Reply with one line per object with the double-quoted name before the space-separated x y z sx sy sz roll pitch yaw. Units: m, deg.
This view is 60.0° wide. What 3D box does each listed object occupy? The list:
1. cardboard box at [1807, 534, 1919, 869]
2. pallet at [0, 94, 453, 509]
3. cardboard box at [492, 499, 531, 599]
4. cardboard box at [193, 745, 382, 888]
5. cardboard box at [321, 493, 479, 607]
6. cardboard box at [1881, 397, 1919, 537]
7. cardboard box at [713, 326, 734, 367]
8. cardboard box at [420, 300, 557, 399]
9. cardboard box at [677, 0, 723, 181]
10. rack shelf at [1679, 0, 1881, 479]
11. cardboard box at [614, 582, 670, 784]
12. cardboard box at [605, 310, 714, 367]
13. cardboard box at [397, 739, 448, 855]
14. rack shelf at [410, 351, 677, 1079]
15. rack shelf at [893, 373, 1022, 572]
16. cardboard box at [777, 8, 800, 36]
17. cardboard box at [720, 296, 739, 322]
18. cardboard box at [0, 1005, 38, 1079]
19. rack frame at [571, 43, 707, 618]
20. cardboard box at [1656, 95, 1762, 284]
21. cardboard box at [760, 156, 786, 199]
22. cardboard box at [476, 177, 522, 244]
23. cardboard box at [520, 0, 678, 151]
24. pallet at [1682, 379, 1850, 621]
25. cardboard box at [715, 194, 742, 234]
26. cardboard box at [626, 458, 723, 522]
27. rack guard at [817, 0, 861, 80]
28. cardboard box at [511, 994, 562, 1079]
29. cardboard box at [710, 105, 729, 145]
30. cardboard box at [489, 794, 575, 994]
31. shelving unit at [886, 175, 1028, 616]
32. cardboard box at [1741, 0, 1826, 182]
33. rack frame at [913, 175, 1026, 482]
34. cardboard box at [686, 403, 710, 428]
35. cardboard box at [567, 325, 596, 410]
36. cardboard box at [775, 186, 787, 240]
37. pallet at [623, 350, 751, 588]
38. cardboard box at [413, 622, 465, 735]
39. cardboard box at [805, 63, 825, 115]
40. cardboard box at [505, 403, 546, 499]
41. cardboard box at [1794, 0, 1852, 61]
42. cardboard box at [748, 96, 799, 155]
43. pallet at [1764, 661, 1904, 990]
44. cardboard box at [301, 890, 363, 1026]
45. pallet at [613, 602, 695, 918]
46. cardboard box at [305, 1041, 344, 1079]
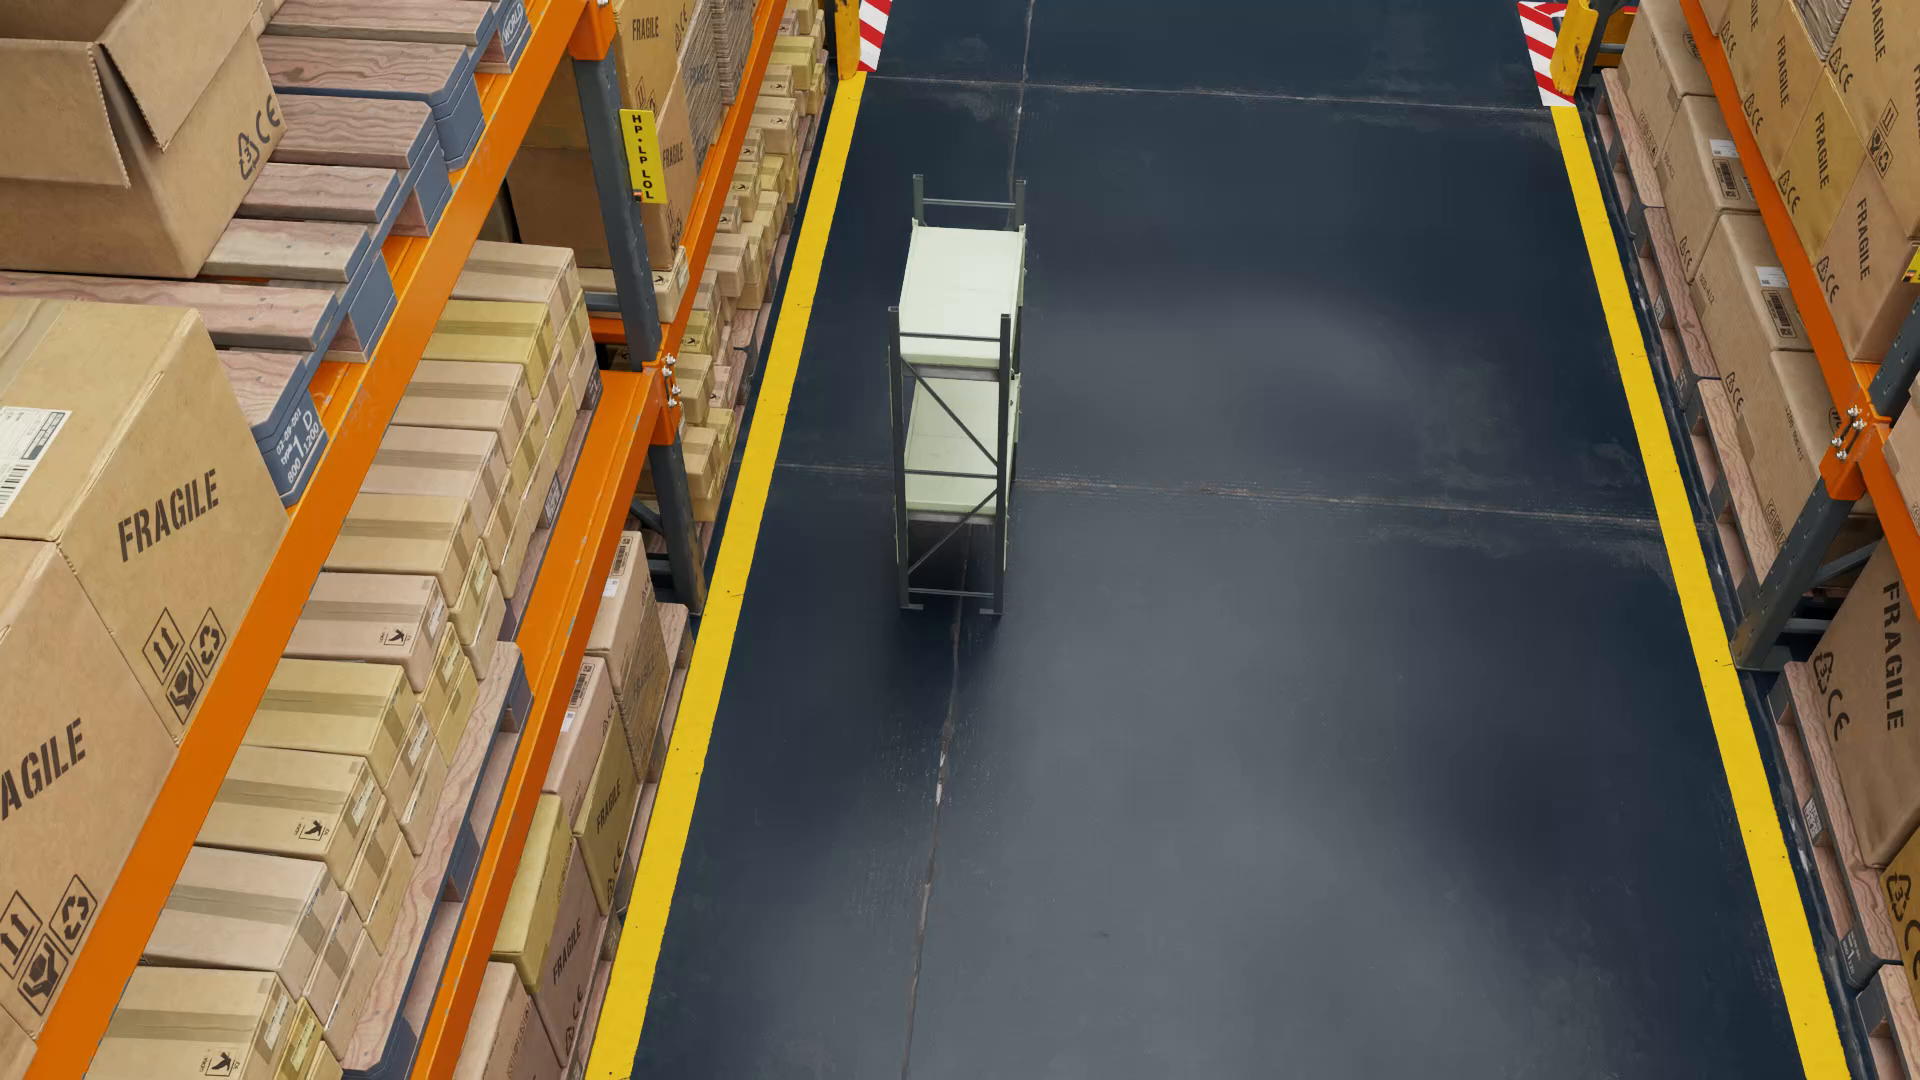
"cardboard box" 3.462 0.506 5.410 0.875 0.875 0.875 5 48 5
"pallet" -1.753 -0.529 3.296 1.213 0.211 1.003 4 48 4
"cardboard box" -1.409 0.017 4.587 0.380 0.149 0.250 2 48 2
"cardboard box" -1.511 0.600 3.651 0.380 0.149 0.250 5 48 5
"cardboard box" -1.440 0.022 4.180 0.380 0.149 0.250 2 48 2
"cardboard box" 3.136 -0.174 4.978 0.500 0.250 0.500 3 48 3
"cardboard box" -1.178 -0.786 7.084 0.380 0.149 0.250 3 48 3
"cardboard box" -1.365 -0.541 4.695 0.380 0.149 0.250 3 48 2
"cardboard box" -1.165 -1.634 5.943 0.500 0.500 0.500 4 48 4
"rack shelf" 3.621 -1.757 6.812 1.077 0.370 4.000 4 48 4
"cardboard box" -1.316 0.473 5.694 0.500 0.500 0.500 3 48 3
"cardboard box" -1.204 -0.796 6.690 0.380 0.149 0.250 3 48 3
"cardboard box" -1.478 0.612 4.043 0.380 0.149 0.250 2 48 2
"rack shelf" -1.682 0.923 4.360 1.077 0.370 4.000 4 48 4
"rack shelf" -0.001 -0.281 6.433 0.431 0.370 0.720 4 48 4
"cardboard box" -1.011 -2.522 8.268 0.380 0.149 0.250 5 48 4
"cardboard box" -1.152 -1.086 7.156 0.380 0.149 0.250 6 48 5
"cardboard box" -1.547 0.702 1.974 0.500 0.500 0.500 4 48 4
"rack frame" -1.499 -0.789 5.439 1.000 3.000 0.127 4 48 4
"cardboard box" 3.768 -1.582 7.616 0.875 0.438 0.875 5 48 5
"cardboard box" -1.021 -1.651 7.673 0.380 0.149 0.250 6 48 5
"cardboard box" -1.737 -1.298 5.635 0.500 0.500 0.500 4 48 4
"cardboard box" -1.216 -1.576 5.212 0.500 0.500 0.500 5 48 4
"pallet" 3.586 -0.143 6.738 1.003 0.211 1.213 4 48 4
"cardboard box" -1.155 -1.377 7.221 0.380 0.149 0.250 2 48 2
"cardboard box" -1.146 -0.215 6.561 0.380 0.149 0.250 2 48 2
"rack guard" -1.142 -2.829 8.999 1.175 0.500 0.348 4 48 4
"cardboard box" -1.461 1.602 4.661 0.500 0.500 0.500 3 48 3
"cardboard box" -1.107 -1.665 6.410 0.380 0.149 0.250 5 48 4
"cardboard box" -1.410 0.990 4.713 0.500 0.250 0.500 2 48 2
"shelving unit" -0.001 -0.501 6.192 0.431 1.500 0.755 4 48 4
"cardboard box" 3.300 -1.671 6.178 0.500 0.500 0.500 3 48 3
"rack frame" 0.033 -0.770 6.438 0.400 1.500 0.023 4 48 4
"cardboard box" -1.214 -0.506 6.626 0.380 0.149 0.250 4 48 4
"cardboard box" -1.339 -0.541 5.098 0.380 0.149 0.250 3 48 3
"cardboard box" -1.023 -1.550 7.782 0.380 0.149 0.250 5 48 4
"pallet" -1.473 -0.344 6.922 1.003 0.211 1.213 4 48 4
"cardboard box" -1.456 0.328 4.101 0.380 0.149 0.250 4 48 4
"cardboard box" -0.898 -2.312 8.479 0.380 0.149 0.250 5 48 5
"cardboard box" -1.387 -0.265 4.644 0.380 0.149 0.250 6 48 5
"cardboard box" 3.299 -2.014 5.814 0.500 0.500 0.500 4 48 4
"cardboard box" -0.964 -1.936 7.732 0.380 0.149 0.250 5 48 5
"pallet" 3.444 0.983 5.708 1.003 0.211 1.213 4 48 4
"cardboard box" -1.530 0.887 3.590 0.380 0.149 0.250 4 48 4
"pallet" -1.569 0.724 5.945 1.003 0.211 1.213 4 48 4
"cardboard box" -1.550 1.184 3.520 0.380 0.149 0.250 6 48 5
